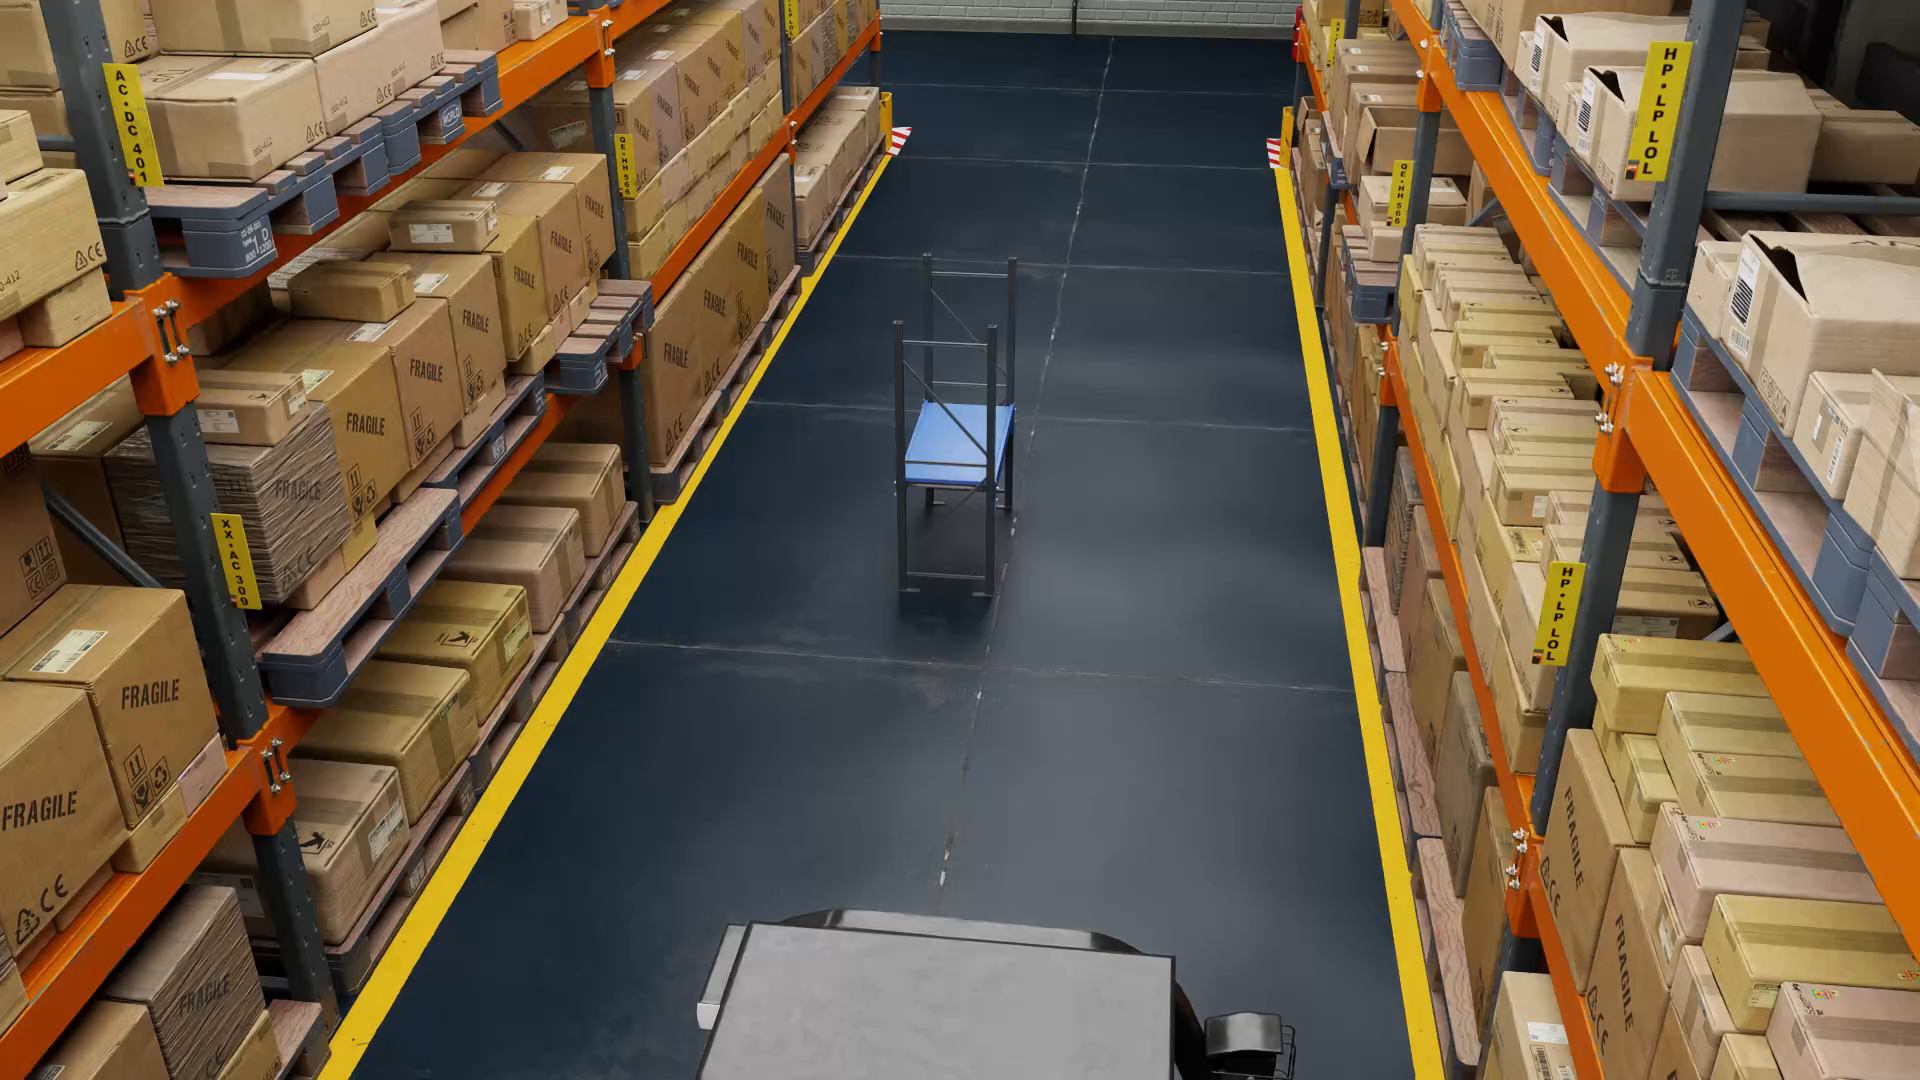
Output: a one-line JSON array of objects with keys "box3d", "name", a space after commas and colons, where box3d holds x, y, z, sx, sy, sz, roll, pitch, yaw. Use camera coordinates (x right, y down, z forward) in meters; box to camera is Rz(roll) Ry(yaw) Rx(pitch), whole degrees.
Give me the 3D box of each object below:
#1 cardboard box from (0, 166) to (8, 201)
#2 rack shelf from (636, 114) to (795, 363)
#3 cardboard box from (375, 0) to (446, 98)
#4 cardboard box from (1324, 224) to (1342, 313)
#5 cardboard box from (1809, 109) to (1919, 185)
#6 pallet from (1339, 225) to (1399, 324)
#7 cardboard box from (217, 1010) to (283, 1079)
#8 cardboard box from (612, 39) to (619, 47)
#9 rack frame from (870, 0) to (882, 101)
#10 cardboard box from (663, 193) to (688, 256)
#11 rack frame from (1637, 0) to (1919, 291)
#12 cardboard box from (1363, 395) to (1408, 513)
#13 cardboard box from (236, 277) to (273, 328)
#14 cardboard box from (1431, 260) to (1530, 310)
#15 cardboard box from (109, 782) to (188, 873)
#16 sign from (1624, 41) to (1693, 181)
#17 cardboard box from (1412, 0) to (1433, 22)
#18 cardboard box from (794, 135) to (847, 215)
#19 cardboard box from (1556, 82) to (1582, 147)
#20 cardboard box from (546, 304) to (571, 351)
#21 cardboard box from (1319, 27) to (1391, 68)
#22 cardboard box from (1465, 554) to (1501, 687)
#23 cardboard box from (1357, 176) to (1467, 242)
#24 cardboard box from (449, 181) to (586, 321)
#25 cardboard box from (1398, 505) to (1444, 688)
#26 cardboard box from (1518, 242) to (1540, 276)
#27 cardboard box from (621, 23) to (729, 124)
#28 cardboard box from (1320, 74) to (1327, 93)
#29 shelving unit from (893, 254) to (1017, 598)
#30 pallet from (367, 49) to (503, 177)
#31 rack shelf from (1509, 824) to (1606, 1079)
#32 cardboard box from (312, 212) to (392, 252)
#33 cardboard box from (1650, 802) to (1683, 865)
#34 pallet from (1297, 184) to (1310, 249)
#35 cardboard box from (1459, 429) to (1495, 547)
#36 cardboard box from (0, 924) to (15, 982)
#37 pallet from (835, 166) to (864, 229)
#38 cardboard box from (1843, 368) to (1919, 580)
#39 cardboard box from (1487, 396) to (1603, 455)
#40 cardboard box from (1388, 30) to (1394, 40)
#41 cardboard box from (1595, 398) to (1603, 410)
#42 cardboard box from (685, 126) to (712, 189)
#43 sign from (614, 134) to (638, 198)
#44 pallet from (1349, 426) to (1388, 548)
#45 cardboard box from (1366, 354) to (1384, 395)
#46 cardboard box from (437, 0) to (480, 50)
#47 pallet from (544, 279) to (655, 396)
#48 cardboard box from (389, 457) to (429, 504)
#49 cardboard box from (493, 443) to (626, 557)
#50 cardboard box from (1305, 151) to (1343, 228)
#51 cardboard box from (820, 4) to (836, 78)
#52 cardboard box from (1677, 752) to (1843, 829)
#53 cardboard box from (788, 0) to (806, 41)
[{"box3d": [-2.518, -0.852, 3.931, 0.380, 0.149, 0.250, 3, 28, 5], "name": "cardboard box"}, {"box3d": [-2.004, -2.087, 10.721, 1.077, 0.370, 4.000, 3, 28, 6], "name": "rack shelf"}, {"box3d": [-2.169, -1.748, 5.885, 0.500, 0.250, 0.500, 3, 28, 6], "name": "cardboard box"}, {"box3d": [2.885, -1.929, 11.860, 0.500, 0.500, 0.500, 5, 29, 8], "name": "cardboard box"}, {"box3d": [2.486, -1.120, 4.721, 0.380, 0.149, 0.250, 3, 28, 6], "name": "cardboard box"}, {"box3d": [2.691, -1.415, 8.916, 1.213, 0.211, 1.003, 3, 28, 6], "name": "pallet"}, {"box3d": [-2.545, 1.740, 5.315, 0.500, 0.250, 0.500, 5, 29, 9], "name": "cardboard box"}, {"box3d": [-2.324, -2.681, 9.904, 0.500, 0.500, 0.500, 3, 28, 6], "name": "cardboard box"}, {"box3d": [-1.269, -5.228, 15.792, 1.000, 3.000, 0.127, 3, 28, 6], "name": "rack frame"}, {"box3d": [-1.895, -1.855, 9.689, 0.500, 0.250, 0.500, 3, 28, 5], "name": "cardboard box"}, {"box3d": [2.187, -1.934, 3.353, 1.000, 3.000, 0.127, 3, 28, 6], "name": "rack frame"}, {"box3d": [2.516, -0.472, 9.156, 0.500, 0.500, 0.500, 4, 29, 8], "name": "cardboard box"}, {"box3d": [-2.825, -0.911, 6.233, 0.380, 0.149, 0.250, 2, 28, 4], "name": "cardboard box"}, {"box3d": [2.308, -1.125, 7.385, 0.380, 0.149, 0.250, 4, 29, 8], "name": "cardboard box"}, {"box3d": [-2.500, 0.818, 4.835, 0.380, 0.149, 0.250, 4, 29, 7], "name": "cardboard box"}, {"box3d": [1.647, -1.007, 3.917, 0.100, 0.325, 0.005, 3, 28, 6], "name": "sign"}, {"box3d": [2.499, -2.686, 8.069, 0.500, 0.250, 0.500, 2, 28, 5], "name": "cardboard box"}, {"box3d": [-1.467, -3.113, 14.125, 0.875, 0.438, 0.875, 3, 28, 5], "name": "cardboard box"}, {"box3d": [2.020, -1.267, 4.994, 0.380, 0.149, 0.250, 3, 28, 6], "name": "cardboard box"}, {"box3d": [-2.042, -0.999, 7.765, 0.380, 0.149, 0.250, 2, 28, 4], "name": "cardboard box"}, {"box3d": [3.109, -3.848, 13.075, 0.500, 0.250, 0.500, 3, 28, 6], "name": "cardboard box"}, {"box3d": [2.045, 0.283, 5.719, 0.500, 0.250, 0.500, 3, 28, 6], "name": "cardboard box"}, {"box3d": [2.485, -1.810, 9.163, 0.500, 0.250, 0.500, 2, 28, 4], "name": "cardboard box"}, {"box3d": [-2.082, -1.348, 7.729, 0.500, 0.500, 0.500, 3, 28, 5], "name": "cardboard box"}, {"box3d": [2.515, 0.285, 7.619, 0.875, 0.625, 0.625, 4, 29, 8], "name": "cardboard box"}, {"box3d": [2.838, -1.341, 7.787, 0.380, 0.149, 0.250, 4, 29, 8], "name": "cardboard box"}, {"box3d": [-1.751, -2.879, 10.272, 0.500, 0.500, 0.500, 4, 29, 7], "name": "cardboard box"}, {"box3d": [3.036, -3.604, 13.043, 0.380, 0.149, 0.250, 3, 28, 5], "name": "cardboard box"}, {"box3d": [-0.010, -0.620, 8.820, 0.538, 1.500, 1.048, 3, 28, 6], "name": "shelving unit"}, {"box3d": [-2.434, -1.591, 6.075, 1.213, 0.211, 1.003, 3, 28, 6], "name": "pallet"}, {"box3d": [1.942, 1.965, 3.199, 1.077, 0.370, 4.000, 3, 28, 6], "name": "rack shelf"}, {"box3d": [-2.650, -1.128, 7.320, 0.500, 0.500, 0.500, 4, 29, 7], "name": "cardboard box"}, {"box3d": [1.853, 0.758, 3.891, 0.380, 0.149, 0.250, 3, 28, 6], "name": "cardboard box"}, {"box3d": [3.399, -2.730, 14.096, 1.003, 0.211, 1.213, 3, 28, 6], "name": "pallet"}, {"box3d": [2.118, -0.176, 6.045, 0.500, 0.250, 0.500, 4, 29, 7], "name": "cardboard box"}, {"box3d": [-2.663, 0.956, 3.894, 0.500, 0.500, 0.500, 4, 29, 8], "name": "cardboard box"}, {"box3d": [-1.442, -3.047, 14.684, 1.003, 0.211, 1.213, 3, 28, 6], "name": "pallet"}, {"box3d": [1.704, -0.102, 2.708, 0.396, 0.266, 0.258, 3, 28, 5], "name": "cardboard box"}, {"box3d": [2.136, -0.400, 6.040, 0.380, 0.149, 0.250, 4, 29, 7], "name": "cardboard box"}, {"box3d": [3.616, -3.820, 13.023, 0.500, 0.250, 0.500, 4, 29, 7], "name": "cardboard box"}, {"box3d": [2.704, -0.390, 6.442, 0.500, 0.250, 0.500, 3, 28, 5], "name": "cardboard box"}, {"box3d": [-1.805, -2.318, 10.021, 0.500, 0.250, 0.500, 3, 28, 6], "name": "cardboard box"}, {"box3d": [-1.710, -1.911, 8.496, 0.100, 0.325, 0.005, 3, 28, 6], "name": "sign"}, {"box3d": [2.806, -0.298, 9.580, 1.003, 0.211, 1.213, 3, 28, 6], "name": "pallet"}, {"box3d": [2.489, -0.924, 9.310, 0.380, 0.149, 0.250, 2, 28, 4], "name": "cardboard box"}, {"box3d": [-2.408, -2.109, 6.731, 0.797, 0.503, 0.637, 3, 28, 6], "name": "cardboard box"}, {"box3d": [-2.231, -1.037, 8.214, 1.213, 0.211, 1.003, 3, 28, 6], "name": "pallet"}, {"box3d": [-2.287, -0.269, 6.410, 0.380, 0.149, 0.250, 4, 29, 7], "name": "cardboard box"}, {"box3d": [-2.329, -0.225, 8.834, 0.950, 0.372, 0.625, 1, 28, 3], "name": "cardboard box"}, {"box3d": [3.218, -2.855, 13.580, 0.700, 0.500, 0.500, 2, 28, 4], "name": "cardboard box"}, {"box3d": [-1.309, -4.066, 13.529, 0.500, 0.500, 0.500, 4, 29, 7], "name": "cardboard box"}, {"box3d": [1.889, 0.628, 3.819, 0.380, 0.149, 0.250, 3, 28, 5], "name": "cardboard box"}, {"box3d": [-1.461, -4.040, 12.427, 0.500, 0.500, 0.500, 4, 29, 7], "name": "cardboard box"}]
